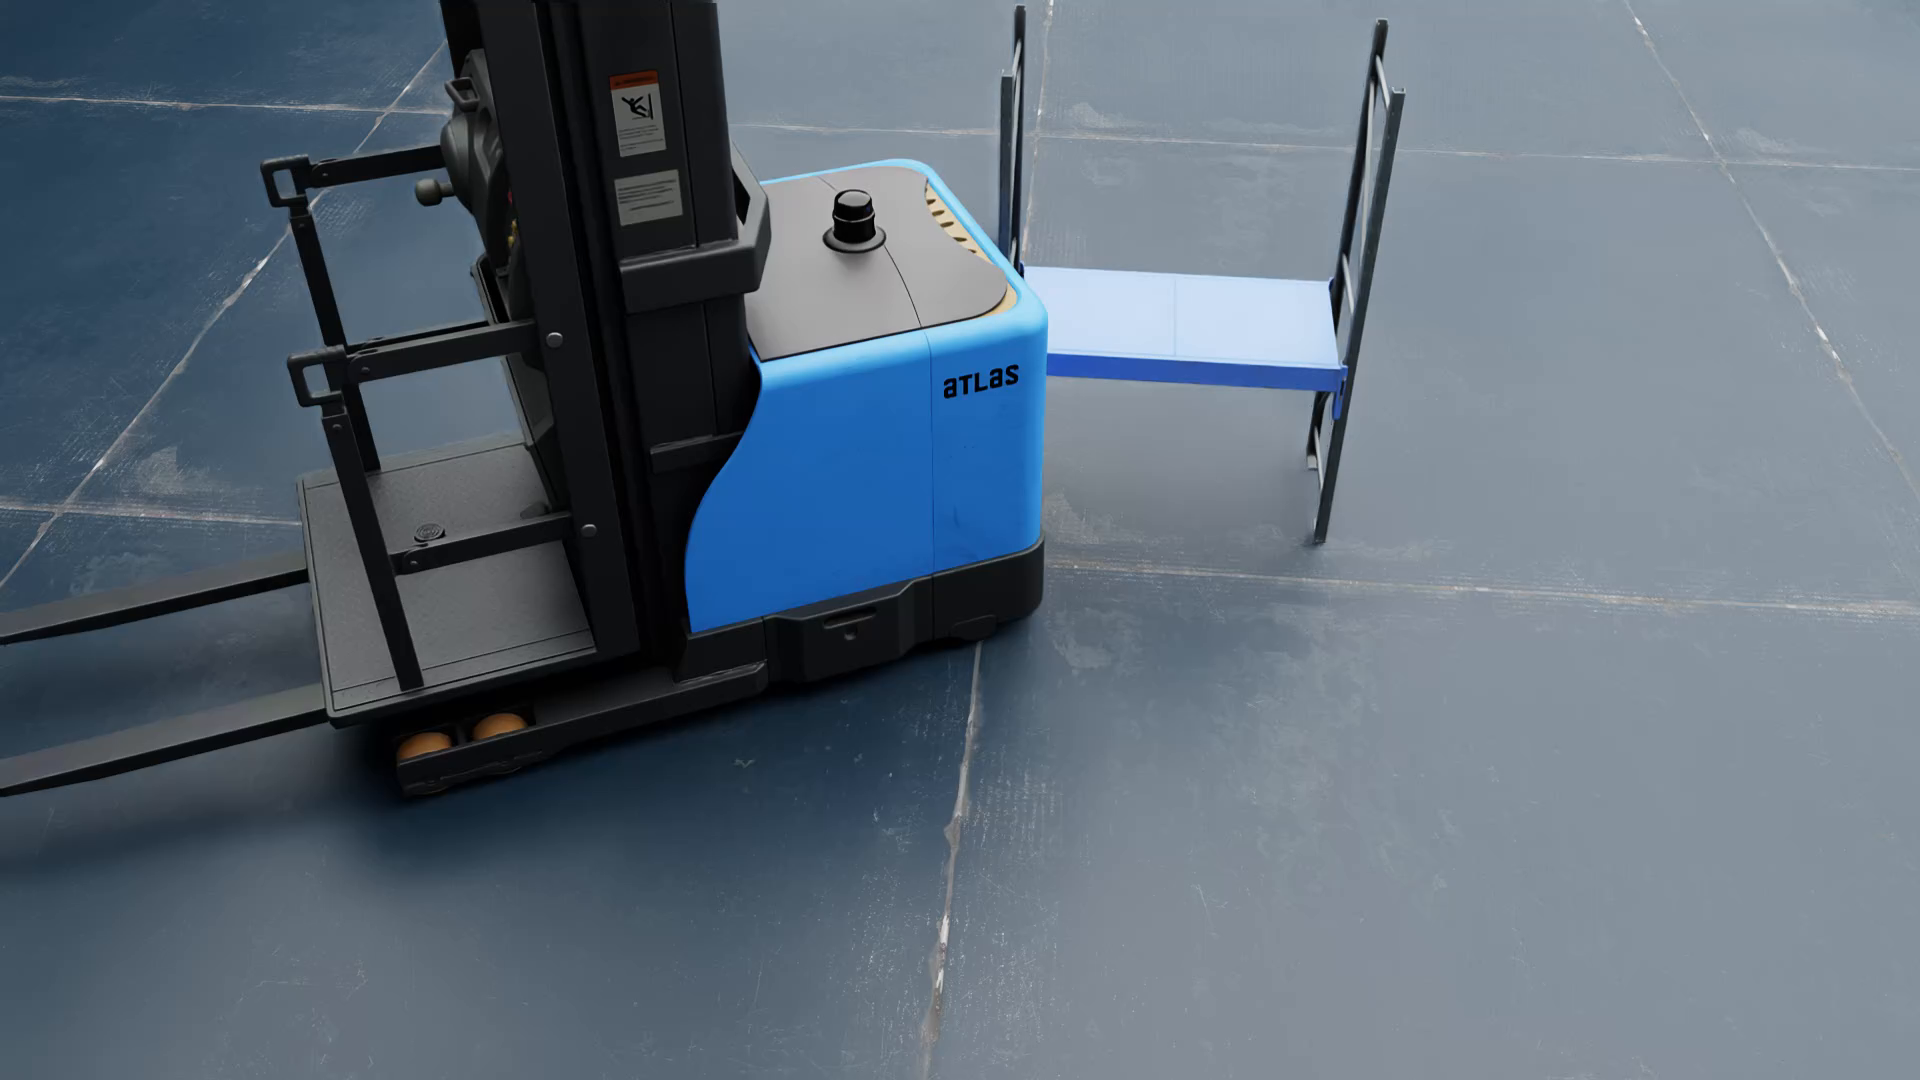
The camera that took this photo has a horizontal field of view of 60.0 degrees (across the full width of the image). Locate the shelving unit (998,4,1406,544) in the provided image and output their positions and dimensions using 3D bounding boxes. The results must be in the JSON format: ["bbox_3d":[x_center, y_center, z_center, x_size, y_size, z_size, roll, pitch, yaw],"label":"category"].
[{"bbox_3d":[0.655,-0.761,4.997,1.048,1.500,0.538,4,39,5],"label":"shelving unit"}]

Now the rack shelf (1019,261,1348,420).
[{"bbox_3d":[0.655,-0.622,5.111,1.000,0.185,0.538,4,39,5],"label":"rack shelf"}]

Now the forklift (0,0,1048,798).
[{"bbox_3d":[-1.326,-0.841,3.962,3.031,2.935,1.130,-14,41,-16],"label":"forklift"}]

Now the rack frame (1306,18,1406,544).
[{"bbox_3d":[1.160,-0.728,4.957,0.032,1.500,0.500,4,39,5],"label":"rack frame"}]

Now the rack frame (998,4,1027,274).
[{"bbox_3d":[0.149,-0.795,5.038,0.032,1.500,0.500,4,39,5],"label":"rack frame"}]
